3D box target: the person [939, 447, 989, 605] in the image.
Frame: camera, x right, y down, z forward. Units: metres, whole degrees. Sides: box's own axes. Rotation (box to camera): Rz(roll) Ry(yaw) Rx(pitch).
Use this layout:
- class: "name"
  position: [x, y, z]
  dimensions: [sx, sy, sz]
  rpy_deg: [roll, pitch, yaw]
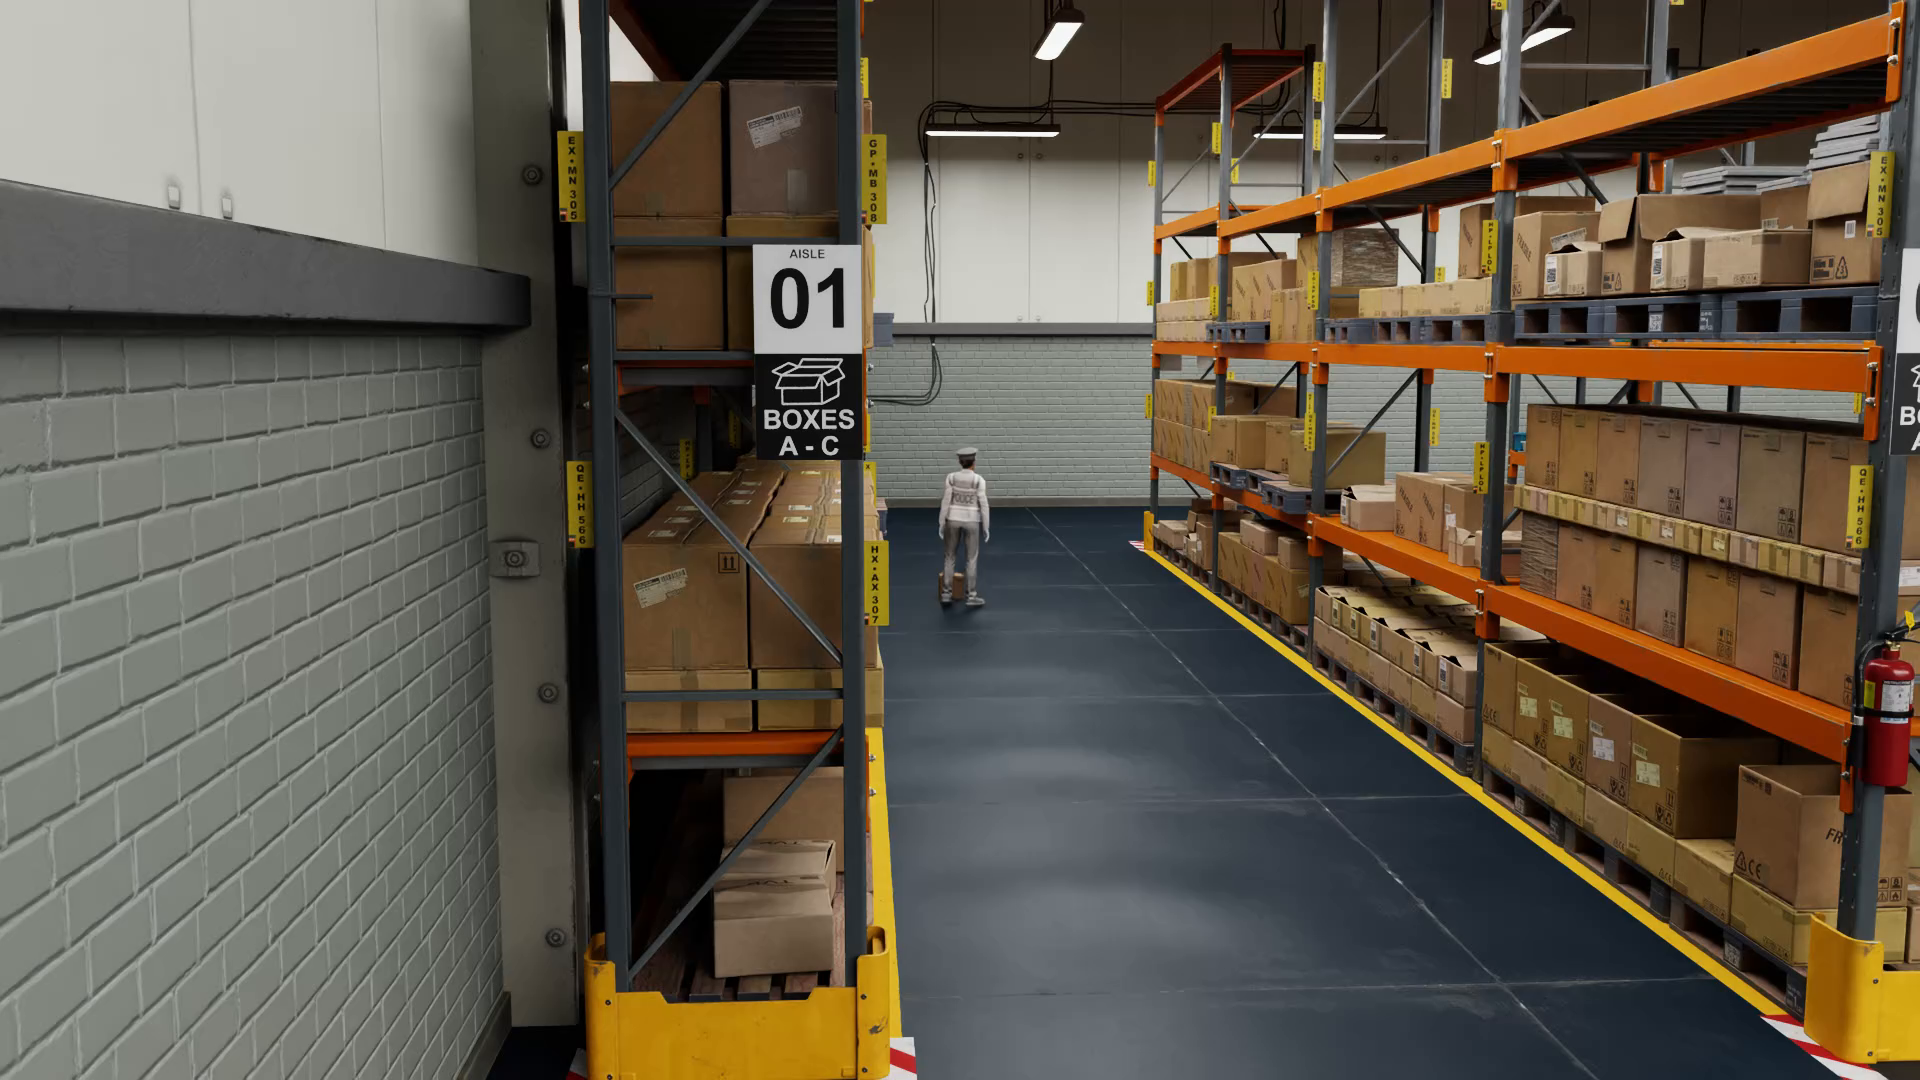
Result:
- class: "person"
  position: [0.044, -0.145, 17.687]
  dimensions: [0.543, 1.673, 0.364]
  rpy_deg: [1, 7, 11]
